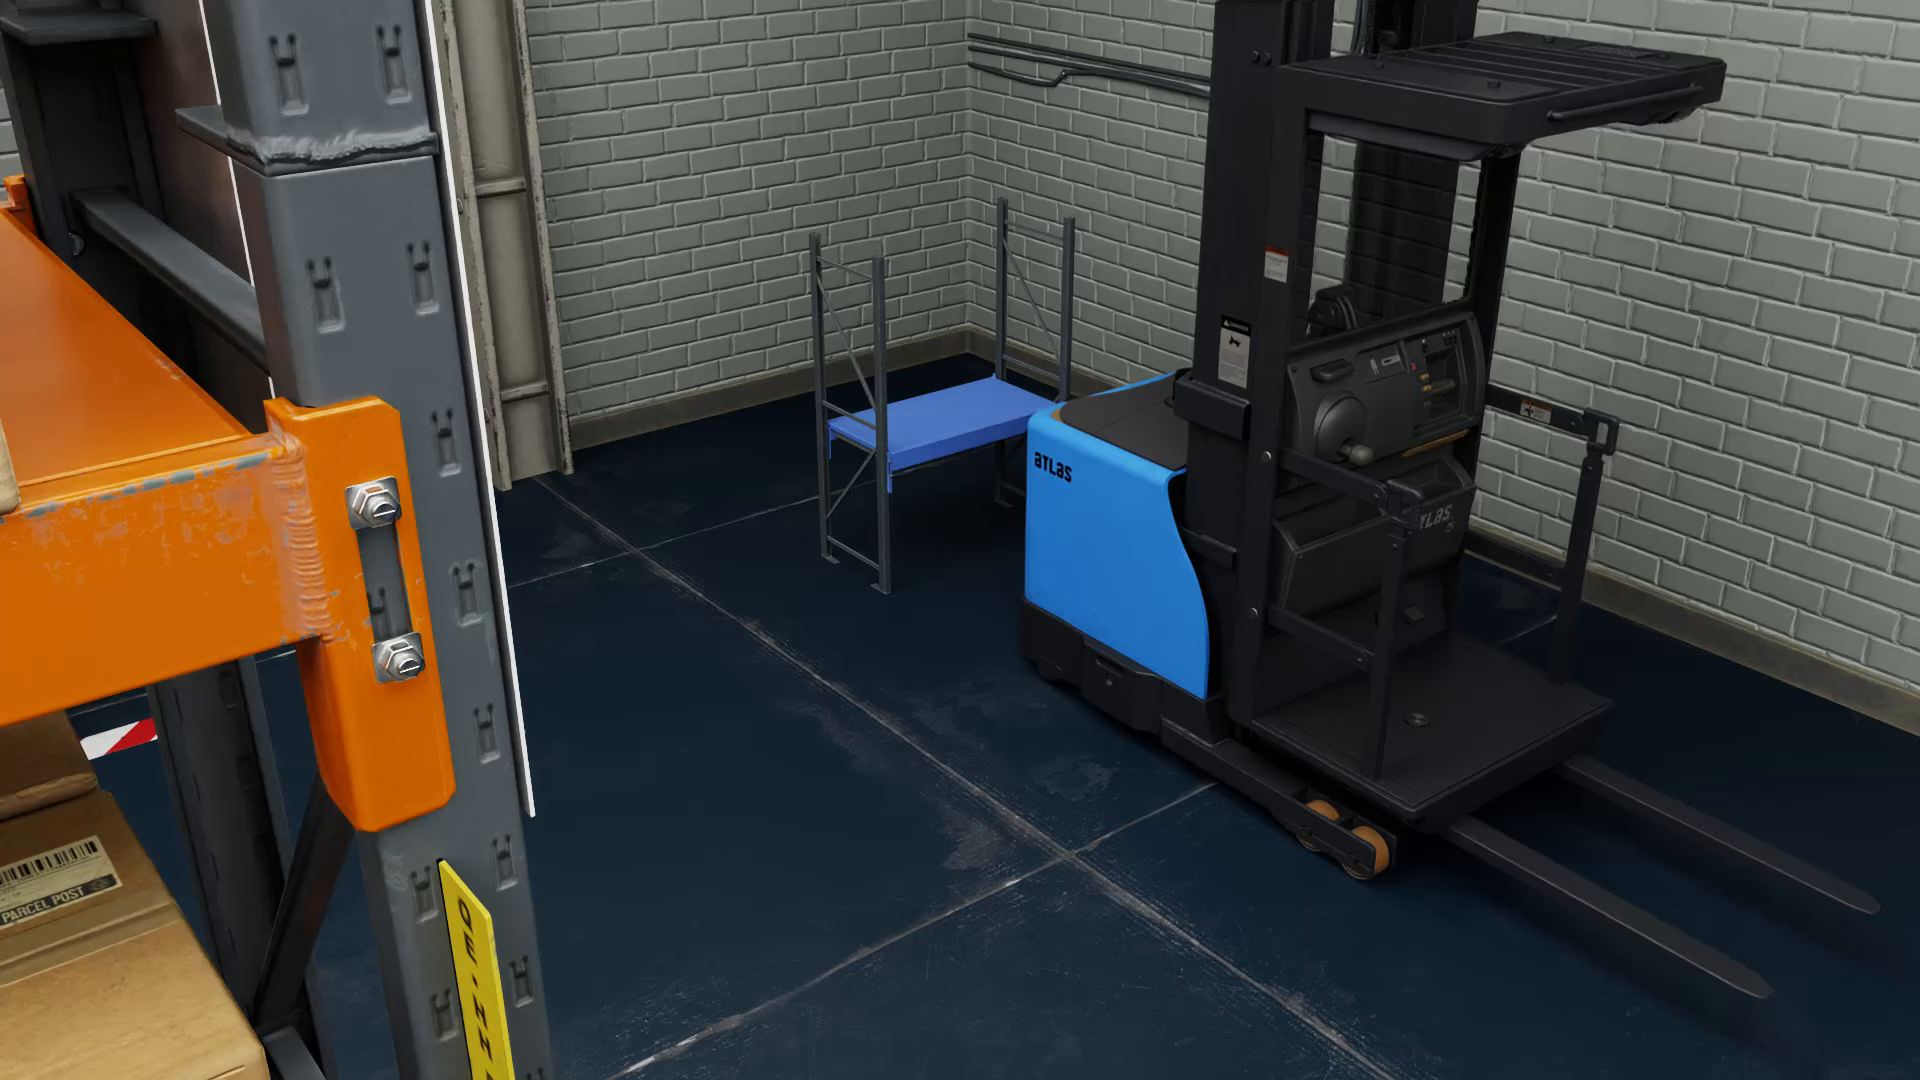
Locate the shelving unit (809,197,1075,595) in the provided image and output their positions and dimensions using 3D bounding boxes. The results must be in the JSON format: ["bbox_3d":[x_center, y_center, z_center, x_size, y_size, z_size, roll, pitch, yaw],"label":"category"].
[{"bbox_3d":[-0.067,-0.658,7.387,1.048,1.500,0.538,-18,31,-34],"label":"shelving unit"}]

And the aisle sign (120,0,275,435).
[{"bbox_3d":[-0.876,-0.372,1.900,0.004,0.787,0.394,-18,31,-34],"label":"aisle sign"}]

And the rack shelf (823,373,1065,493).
[{"bbox_3d":[-0.067,-0.495,7.462,1.000,0.185,0.538,-18,31,-34],"label":"rack shelf"}]

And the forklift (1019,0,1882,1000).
[{"bbox_3d":[1.531,-0.468,5.276,1.130,2.935,3.031,-18,30,-34],"label":"forklift"}]

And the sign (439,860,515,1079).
[{"bbox_3d":[-0.422,0.443,1.482,0.005,0.325,0.100,-18,31,-34],"label":"sign"}]

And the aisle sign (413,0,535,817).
[{"bbox_3d":[-0.506,-0.173,1.472,0.004,0.787,0.394,-18,31,-34],"label":"aisle sign"}]

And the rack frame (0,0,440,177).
[{"bbox_3d":[-0.749,-1.799,0.937,0.127,3.000,1.000,-18,31,-34],"label":"rack frame"}]

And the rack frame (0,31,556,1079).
[{"bbox_3d":[-0.749,0.922,2.200,0.127,3.000,1.000,-18,31,-34],"label":"rack frame"}]

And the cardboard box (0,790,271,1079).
[{"bbox_3d":[-0.929,0.630,1.523,0.500,0.500,0.500,-19,31,-34],"label":"cardboard box"}]

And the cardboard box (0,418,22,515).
[{"bbox_3d":[-0.990,-0.150,1.124,0.500,0.250,0.500,-18,31,-34],"label":"cardboard box"}]

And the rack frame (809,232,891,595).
[{"bbox_3d":[-0.467,-0.526,7.102,0.032,1.500,0.500,-18,31,-34],"label":"rack frame"}]

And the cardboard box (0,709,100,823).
[{"bbox_3d":[-1.260,0.451,1.908,0.500,0.500,0.500,-17,30,-33],"label":"cardboard box"}]

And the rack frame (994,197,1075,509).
[{"bbox_3d":[0.333,-0.790,7.671,0.032,1.500,0.500,-18,31,-34],"label":"rack frame"}]

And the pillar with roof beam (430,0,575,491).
[{"bbox_3d":[0.439,-3.001,3.527,0.400,9.000,9.100,-18,31,-34],"label":"pillar with roof beam"}]

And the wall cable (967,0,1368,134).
[{"bbox_3d":[0.863,-3.381,8.035,0.112,2.526,3.097,-18,31,-34],"label":"wall cable"}]

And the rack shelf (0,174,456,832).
[{"bbox_3d":[-2.322,0.407,0.600,4.000,0.370,1.077,-18,31,-34],"label":"rack shelf"}]
